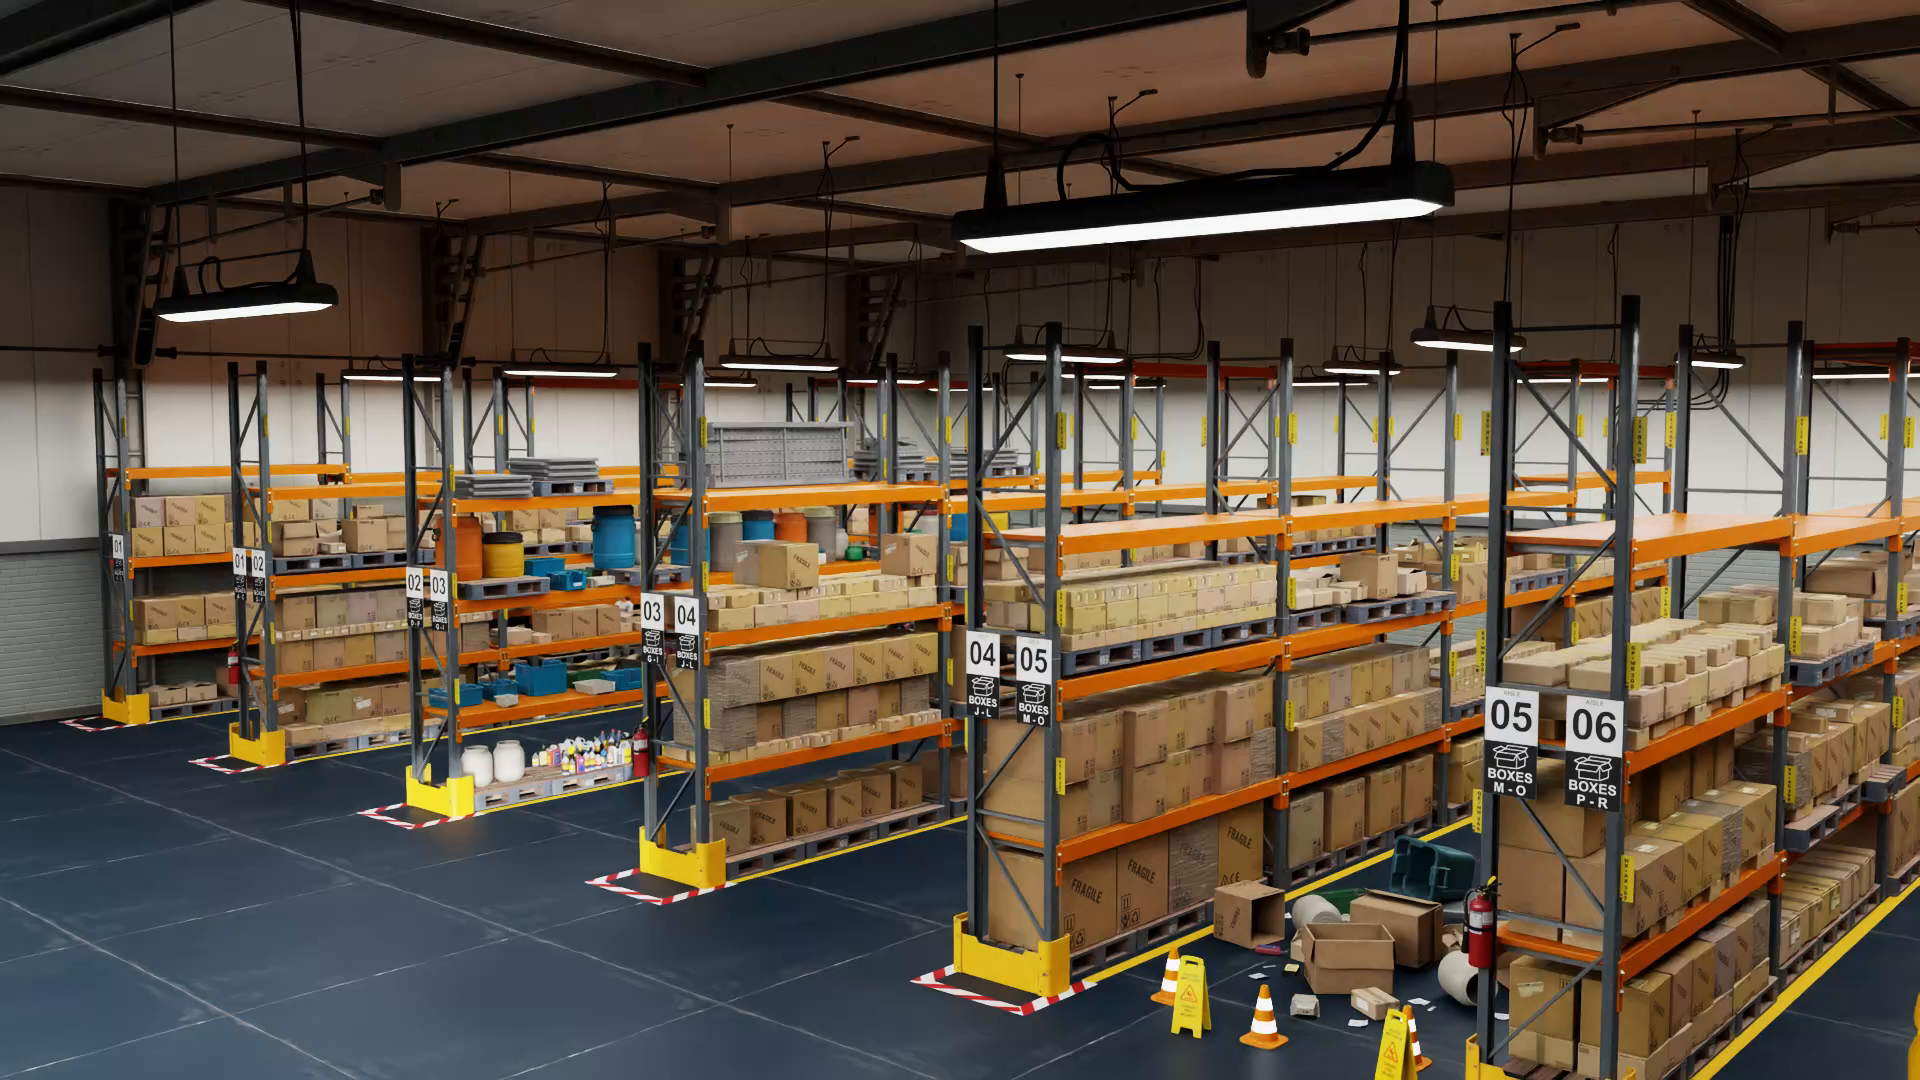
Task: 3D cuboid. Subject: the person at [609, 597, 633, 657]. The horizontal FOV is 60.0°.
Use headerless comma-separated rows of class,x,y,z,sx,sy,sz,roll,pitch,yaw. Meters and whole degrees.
person,-6.980,1.837,34.080,0.461,1.683,0.691,1,4,19
